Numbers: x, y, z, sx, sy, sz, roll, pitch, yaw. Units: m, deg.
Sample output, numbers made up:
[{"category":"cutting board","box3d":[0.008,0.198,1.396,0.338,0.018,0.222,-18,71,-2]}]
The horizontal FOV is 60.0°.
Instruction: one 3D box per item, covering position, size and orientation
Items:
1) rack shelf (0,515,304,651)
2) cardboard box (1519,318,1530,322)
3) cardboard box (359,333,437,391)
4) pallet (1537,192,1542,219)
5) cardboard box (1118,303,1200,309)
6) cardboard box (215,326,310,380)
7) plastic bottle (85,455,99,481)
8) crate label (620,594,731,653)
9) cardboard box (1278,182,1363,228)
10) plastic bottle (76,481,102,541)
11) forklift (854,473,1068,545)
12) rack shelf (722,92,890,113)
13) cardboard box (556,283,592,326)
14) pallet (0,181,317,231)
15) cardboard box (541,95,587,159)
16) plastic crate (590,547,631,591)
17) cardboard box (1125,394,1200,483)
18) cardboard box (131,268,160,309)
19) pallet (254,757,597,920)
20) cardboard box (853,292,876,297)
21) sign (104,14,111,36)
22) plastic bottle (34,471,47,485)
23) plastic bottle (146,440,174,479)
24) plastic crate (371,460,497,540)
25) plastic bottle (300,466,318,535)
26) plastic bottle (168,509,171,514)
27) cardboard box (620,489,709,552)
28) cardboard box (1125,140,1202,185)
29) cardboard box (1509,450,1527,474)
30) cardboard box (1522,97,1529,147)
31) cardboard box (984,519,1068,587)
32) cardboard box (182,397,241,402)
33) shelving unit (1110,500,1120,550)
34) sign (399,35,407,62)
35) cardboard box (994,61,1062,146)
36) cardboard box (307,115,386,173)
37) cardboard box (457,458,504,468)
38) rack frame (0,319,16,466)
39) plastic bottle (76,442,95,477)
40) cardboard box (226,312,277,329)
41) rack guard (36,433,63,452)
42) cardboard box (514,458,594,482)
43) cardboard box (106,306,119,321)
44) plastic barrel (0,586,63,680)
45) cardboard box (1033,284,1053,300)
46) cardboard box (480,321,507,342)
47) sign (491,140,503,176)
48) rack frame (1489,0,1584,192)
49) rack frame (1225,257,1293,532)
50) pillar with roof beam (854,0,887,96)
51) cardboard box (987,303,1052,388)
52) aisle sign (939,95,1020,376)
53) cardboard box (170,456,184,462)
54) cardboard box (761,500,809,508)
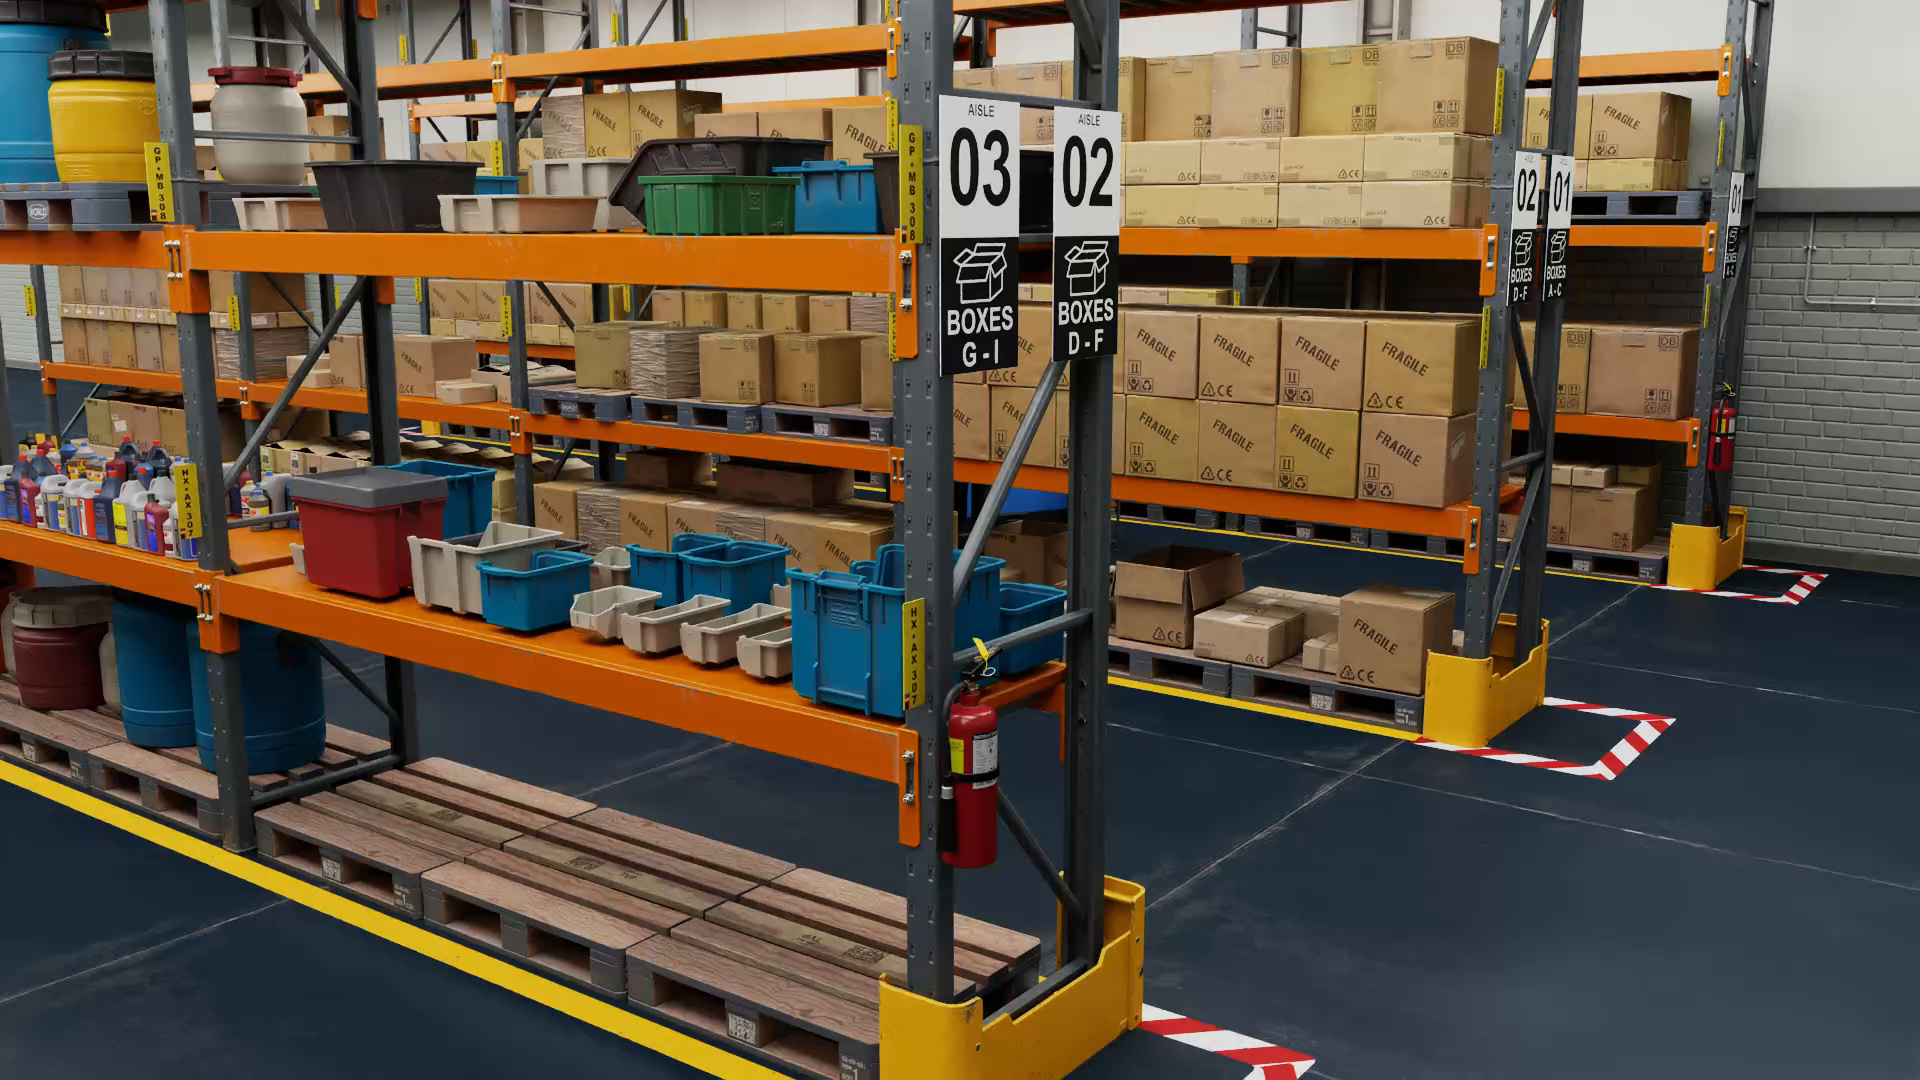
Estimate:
[{"category":"rack shelf","box3d":[-4.660,0.012,8.962,4.000,0.370,1.077,8,13,36]},{"category":"cardboard box","box3d":[4.421,-1.553,14.371,0.700,0.700,0.980,7,13,33]},{"category":"cardboard box","box3d":[-5.124,-1.618,15.232,0.500,0.500,0.500,8,14,36]},{"category":"pallet","box3d":[4.448,-2.831,14.102,1.213,0.211,1.003,8,13,36]},{"category":"cardboard box","box3d":[1.268,-1.283,10.867,0.500,0.500,0.500,8,14,36]},{"category":"cardboard box","box3d":[-6.923,-1.871,16.542,0.500,0.500,0.700,8,13,34]},{"category":"plastic bottle","box3d":[-5.033,-0.392,9.679,0.097,0.201,0.097,0,11,0]},{"category":"crate label","box3d":[-1.053,0.307,6.080,0.243,0.136,0.396,8,13,36]},{"category":"cardboard box","box3d":[2.144,-1.898,9.443,0.500,0.250,0.500,8,13,36]},{"category":"plastic bottle","box3d":[-4.258,-0.148,8.222,0.135,0.276,0.152,8,13,36]},{"category":"forklift","box3d":[-0.566,-1.389,14.494,3.031,2.935,1.130,-5,12,-24]},{"category":"rack shelf","box3d":[-2.020,-4.703,18.595,4.000,0.370,1.077,8,13,36]},{"category":"cardboard box","box3d":[-4.602,-2.897,20.477,0.500,0.500,0.500,8,13,35]},{"category":"pallet","box3d":[-3.738,-1.569,7.843,1.003,0.211,1.213,8,13,36]},{"category":"cardboard box","box3d":[-2.990,-3.286,13.326,0.500,0.500,0.500,8,13,36]},{"category":"plastic crate","box3d":[-1.467,0.134,6.977,0.466,0.136,0.293,8,13,36]},{"category":"cardboard box","box3d":[1.363,-0.653,10.246,0.500,0.500,0.500,8,13,35]},{"category":"cardboard box","box3d":[-8.136,-2.677,17.293,0.500,0.500,0.700,8,14,36]},{"category":"pallet","box3d":[-2.433,1.330,7.600,1.213,0.211,1.003,8,13,36]},{"category":"cardboard box","box3d":[-0.972,-2.734,18.135,0.250,0.149,0.380,5,12,26]},{"category":"sign","box3d":[-9.453,-5.747,18.378,0.005,0.325,0.100,8,13,36]},{"category":"plastic bottle","box3d":[-4.735,-0.220,8.607,0.097,0.271,0.097,0,11,0]},{"category":"plastic bottle","box3d":[-4.413,-0.373,9.189,0.185,0.351,0.144,8,13,36]},{"category":"plastic crate","box3d":[-2.470,-0.137,7.726,0.575,0.384,0.392,8,13,36]},{"category":"plastic bottle","box3d":[-3.173,-0.185,8.221,0.185,0.351,0.144,8,13,36]},{"category":"plastic bottle","box3d":[-3.739,-0.046,7.895,0.097,0.201,0.097,0,11,0]},{"category":"cardboard box","box3d":[-2.313,-0.102,13.084,0.500,0.500,0.500,8,13,35]},{"category":"cardboard box","box3d":[1.335,-2.256,9.973,0.500,0.250,0.500,8,13,36]},{"category":"cardboard box","box3d":[4.820,-0.674,14.383,0.250,0.149,0.380,8,14,36]},{"category":"cardboard box","box3d":[4.466,-3.361,13.661,0.500,0.500,0.500,7,13,33]},{"category":"cardboard box","box3d":[0.514,0.158,11.738,0.500,0.500,0.500,8,13,36]},{"category":"cardboard box","box3d":[-7.960,-1.266,17.836,0.500,0.500,0.500,8,13,36]},{"category":"shelving unit","box3d":[1.218,-0.542,14.672,0.258,1.200,0.503,-3,11,-13]},{"category":"sign","box3d":[-7.178,-6.342,21.450,0.005,0.325,0.100,8,13,36]},{"category":"cardboard box","box3d":[0.620,-2.760,10.605,0.500,0.500,0.700,8,13,36]},{"category":"cardboard box","box3d":[-5.615,-3.611,15.214,0.500,0.500,0.500,10,15,41]},{"category":"cardboard box","box3d":[-4.328,-0.534,14.548,0.500,0.311,0.500,8,13,35]},{"category":"rack frame","box3d":[-6.272,-0.566,10.056,0.127,3.000,1.000,8,13,36]},{"category":"plastic bottle","box3d":[-5.112,-0.437,9.729,0.097,0.271,0.097,0,11,0]},{"category":"cardboard box","box3d":[-6.907,-2.139,16.216,0.250,0.149,0.380,8,13,35]},{"category":"rack guard","box3d":[-9.805,-0.998,18.874,0.348,0.500,1.175,8,13,36]},{"category":"cardboard box","box3d":[-3.586,-0.559,14.679,0.500,0.311,0.500,9,14,37]},{"category":"cardboard box","box3d":[-8.764,-2.398,17.555,0.250,0.149,0.380,7,13,34]},{"category":"plastic barrel","box3d":[-5.360,0.552,9.724,0.421,0.512,0.421,0,11,0]},{"category":"cardboard box","box3d":[1.059,-2.393,16.426,0.500,0.250,0.500,8,13,34]},{"category":"cardboard box","box3d":[-5.817,-2.700,21.431,0.500,0.250,0.500,8,13,35]},{"category":"sign","box3d":[-3.673,-3.005,13.198,0.005,0.325,0.100,8,13,36]},{"category":"rack frame","box3d":[3.111,-3.370,8.755,0.127,3.000,1.000,8,13,36]},{"category":"rack frame","box3d":[2.816,-1.633,15.571,0.127,3.000,1.000,8,13,36]},{"category":"pillar with roof beam","box3d":[-3.492,-4.647,15.359,0.400,9.000,9.100,8,13,36]},{"category":"cardboard box","box3d":[0.516,-1.260,10.749,0.500,0.500,0.500,7,13,34]},{"category":"aisle sign","box3d":[0.060,-0.890,4.887,0.004,0.787,0.394,8,13,36]},{"category":"cardboard box","box3d":[-7.874,-0.760,17.193,0.500,0.250,0.500,8,13,36]},{"category":"cardboard box","box3d":[-1.194,-0.070,12.916,0.500,0.500,0.500,8,14,36]}]
